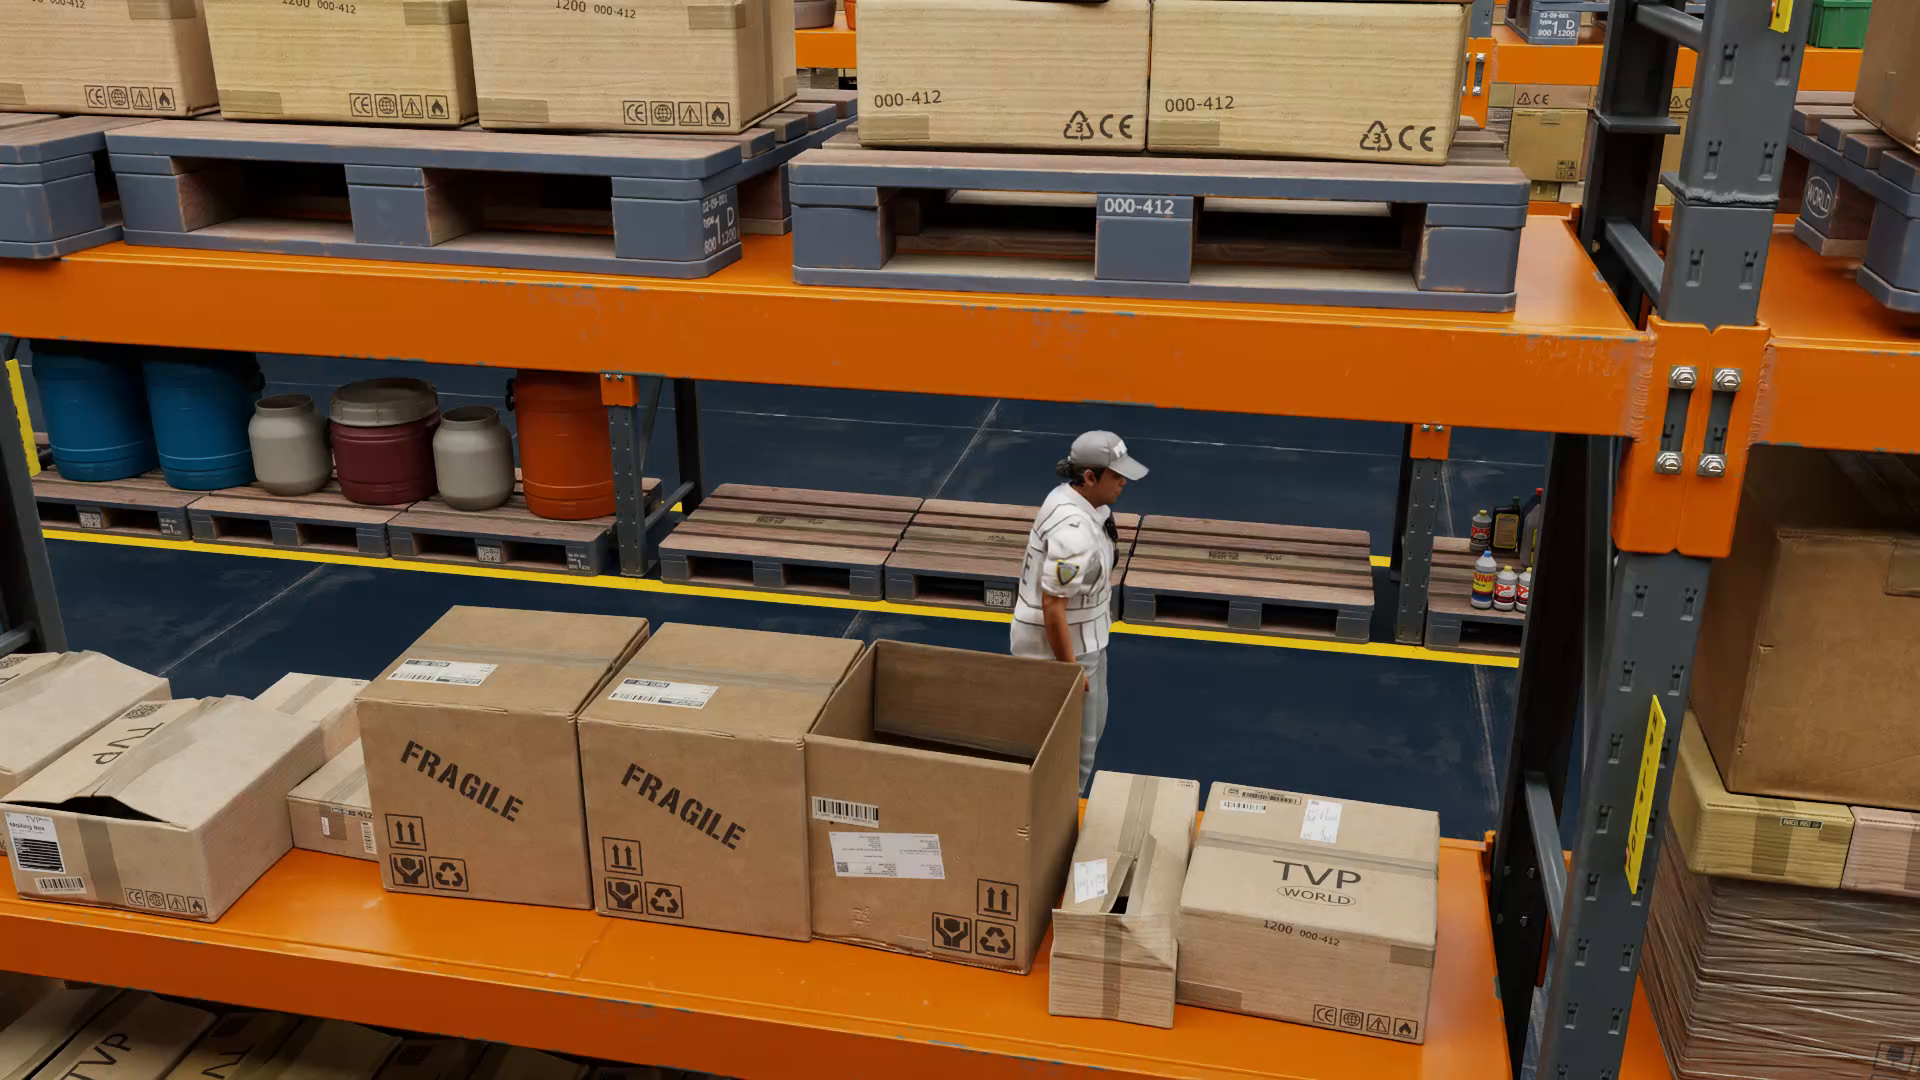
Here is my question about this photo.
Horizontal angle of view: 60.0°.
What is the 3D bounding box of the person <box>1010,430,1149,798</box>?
[{"bbox_3d":[0.424,0.400,6.072,0.466,1.667,0.539,5,22,11],"label":"person"}]
